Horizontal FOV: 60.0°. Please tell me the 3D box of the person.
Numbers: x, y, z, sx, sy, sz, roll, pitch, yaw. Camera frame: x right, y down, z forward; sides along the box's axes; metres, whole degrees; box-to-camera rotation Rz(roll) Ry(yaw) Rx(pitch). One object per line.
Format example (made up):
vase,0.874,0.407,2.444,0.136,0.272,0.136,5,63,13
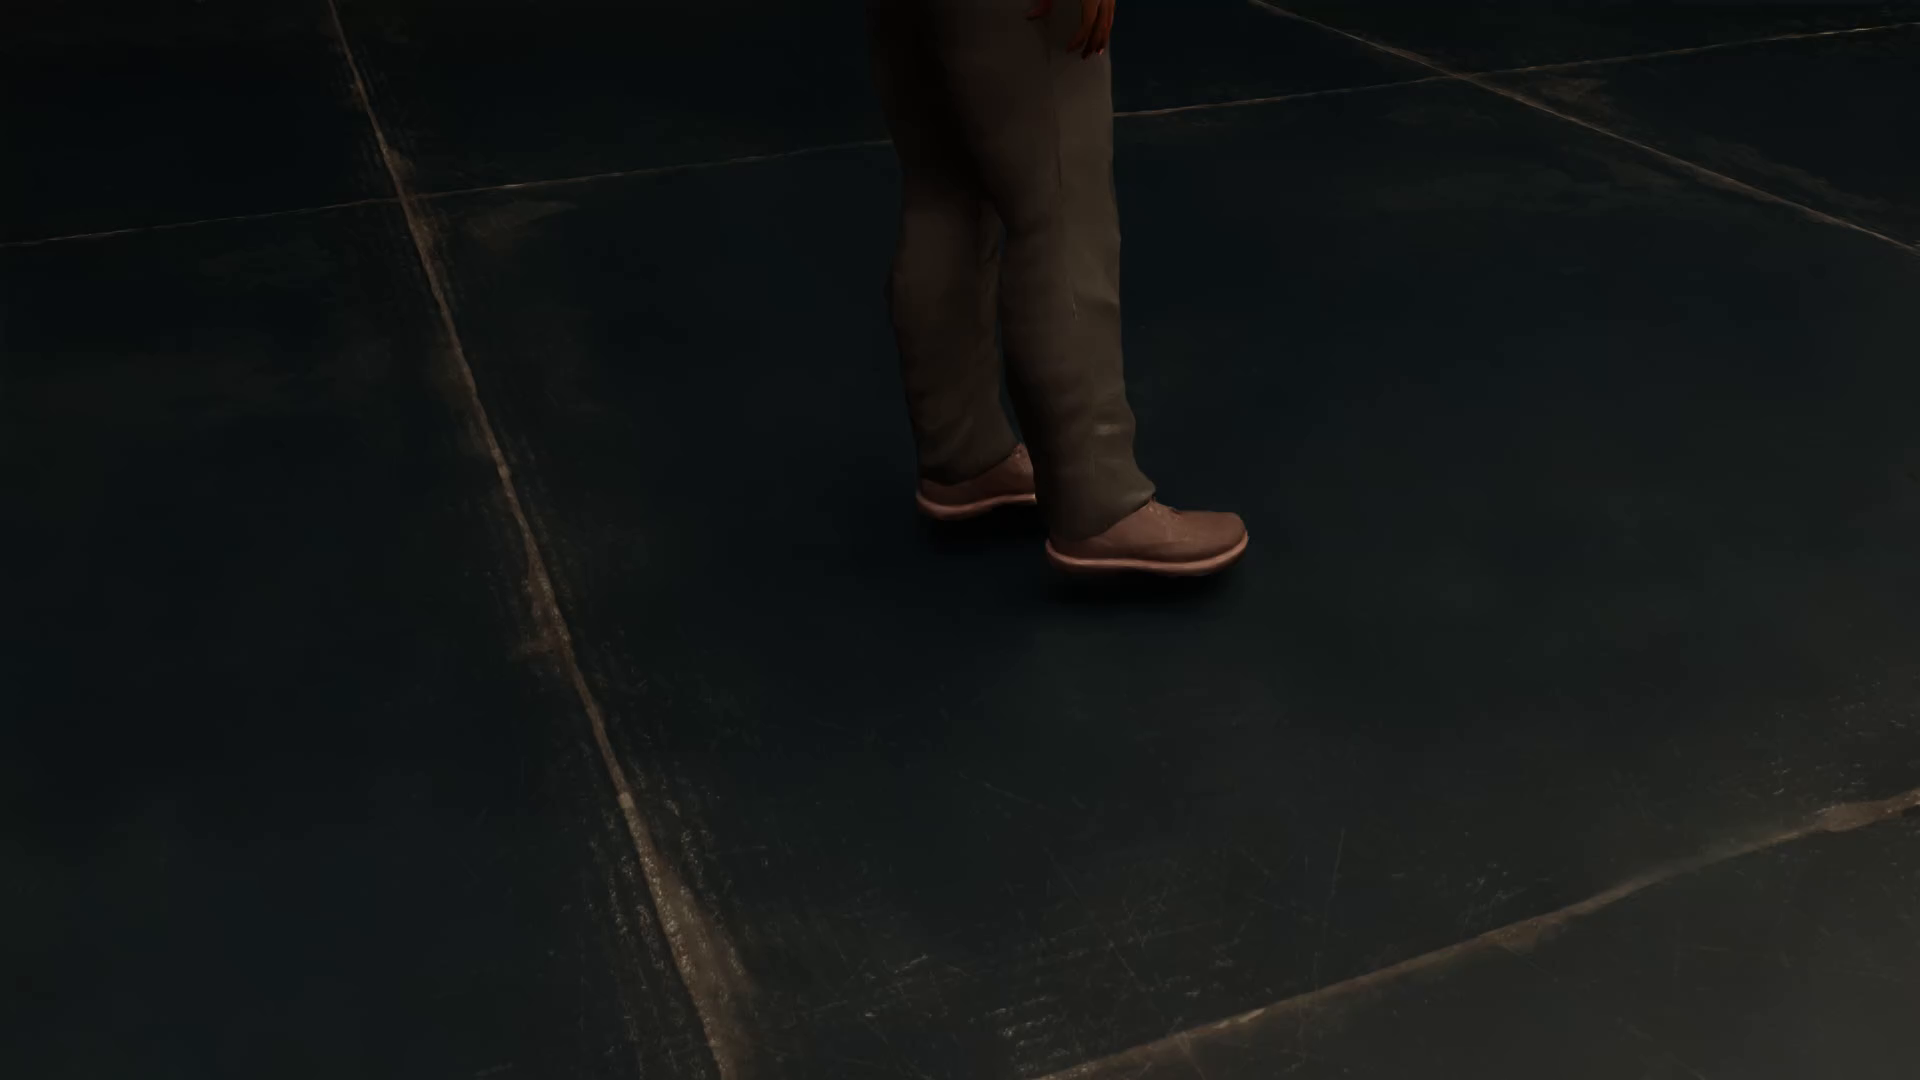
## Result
person,0.088,-0.767,2.080,0.504,1.654,0.570,-11,32,-19
